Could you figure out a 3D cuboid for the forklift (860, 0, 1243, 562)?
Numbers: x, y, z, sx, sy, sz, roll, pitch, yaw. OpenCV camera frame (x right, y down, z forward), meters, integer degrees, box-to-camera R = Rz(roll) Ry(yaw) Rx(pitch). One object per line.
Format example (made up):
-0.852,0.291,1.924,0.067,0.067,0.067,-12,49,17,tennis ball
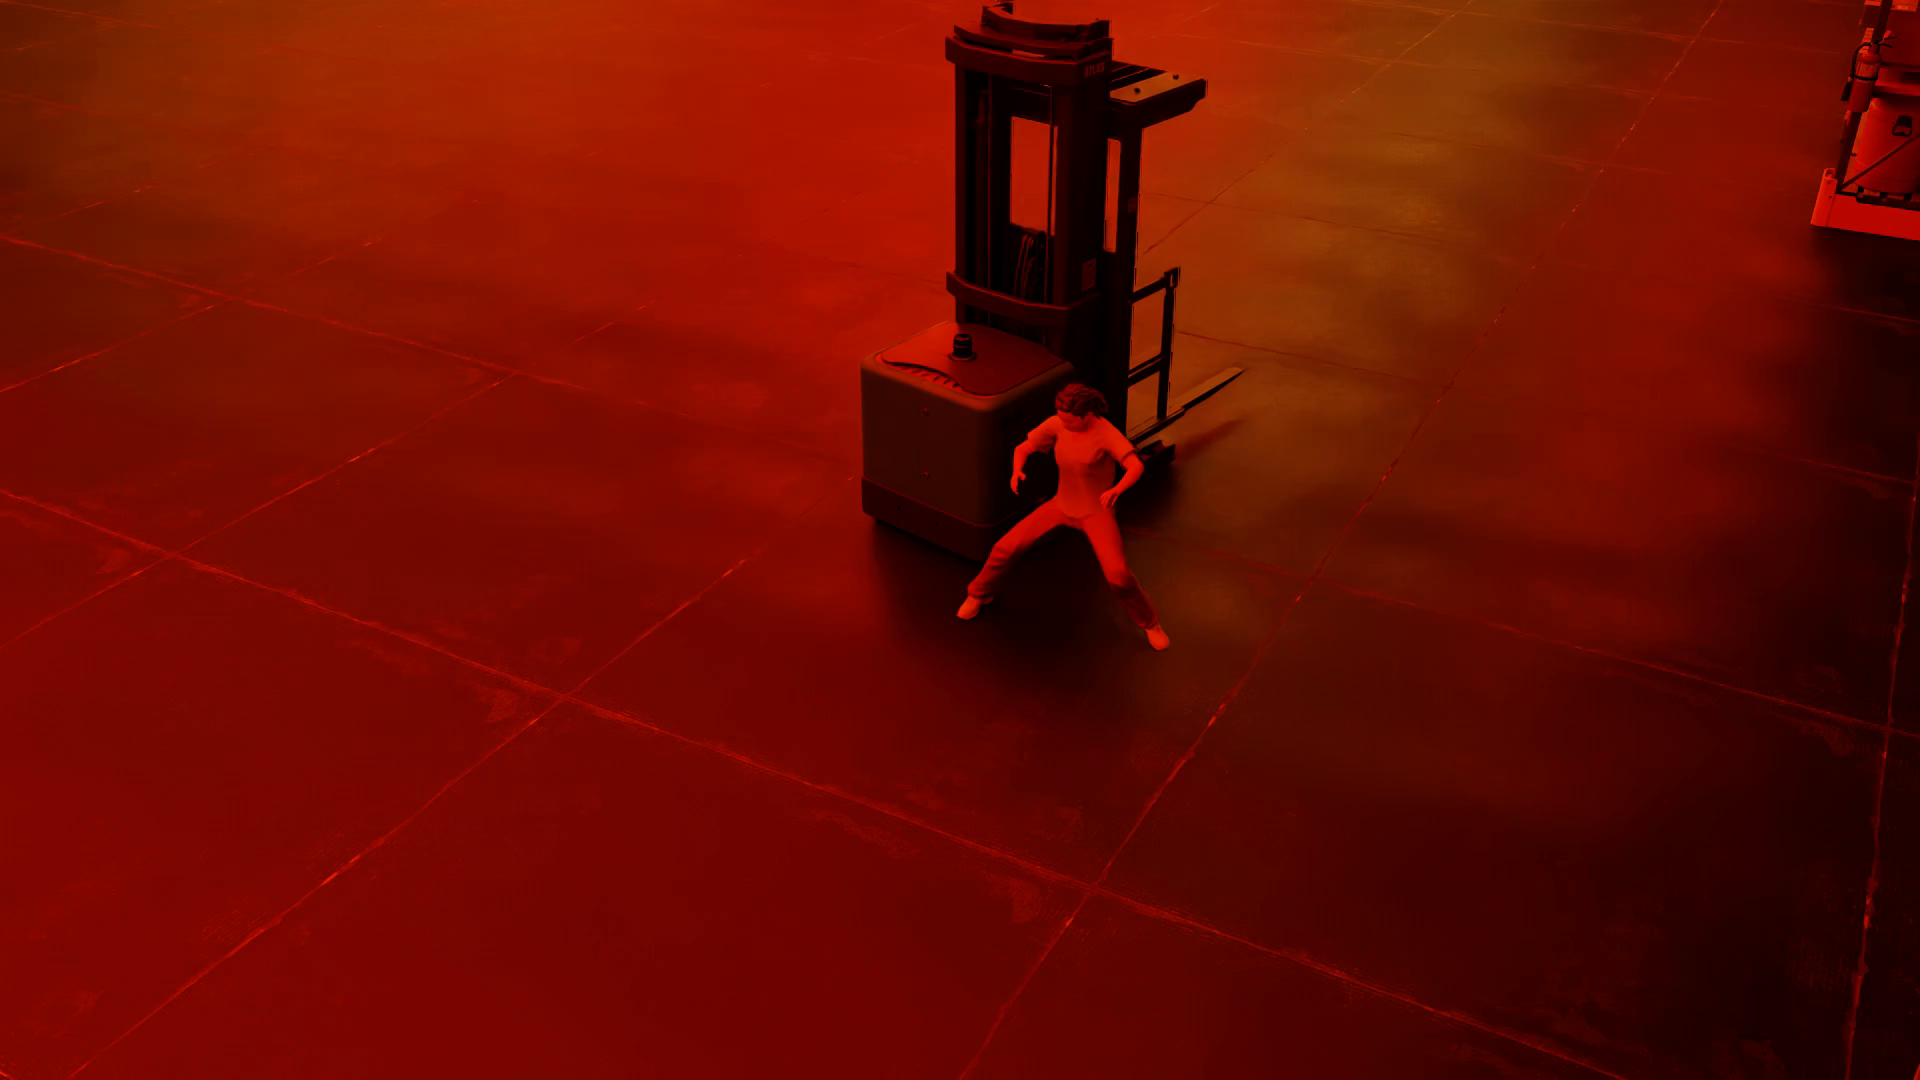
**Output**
0.741,-1.800,10.190,1.130,2.935,3.031,23,37,34,forklift

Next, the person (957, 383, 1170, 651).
0.585,-0.136,8.790,1.163,1.443,0.632,22,37,34,person
